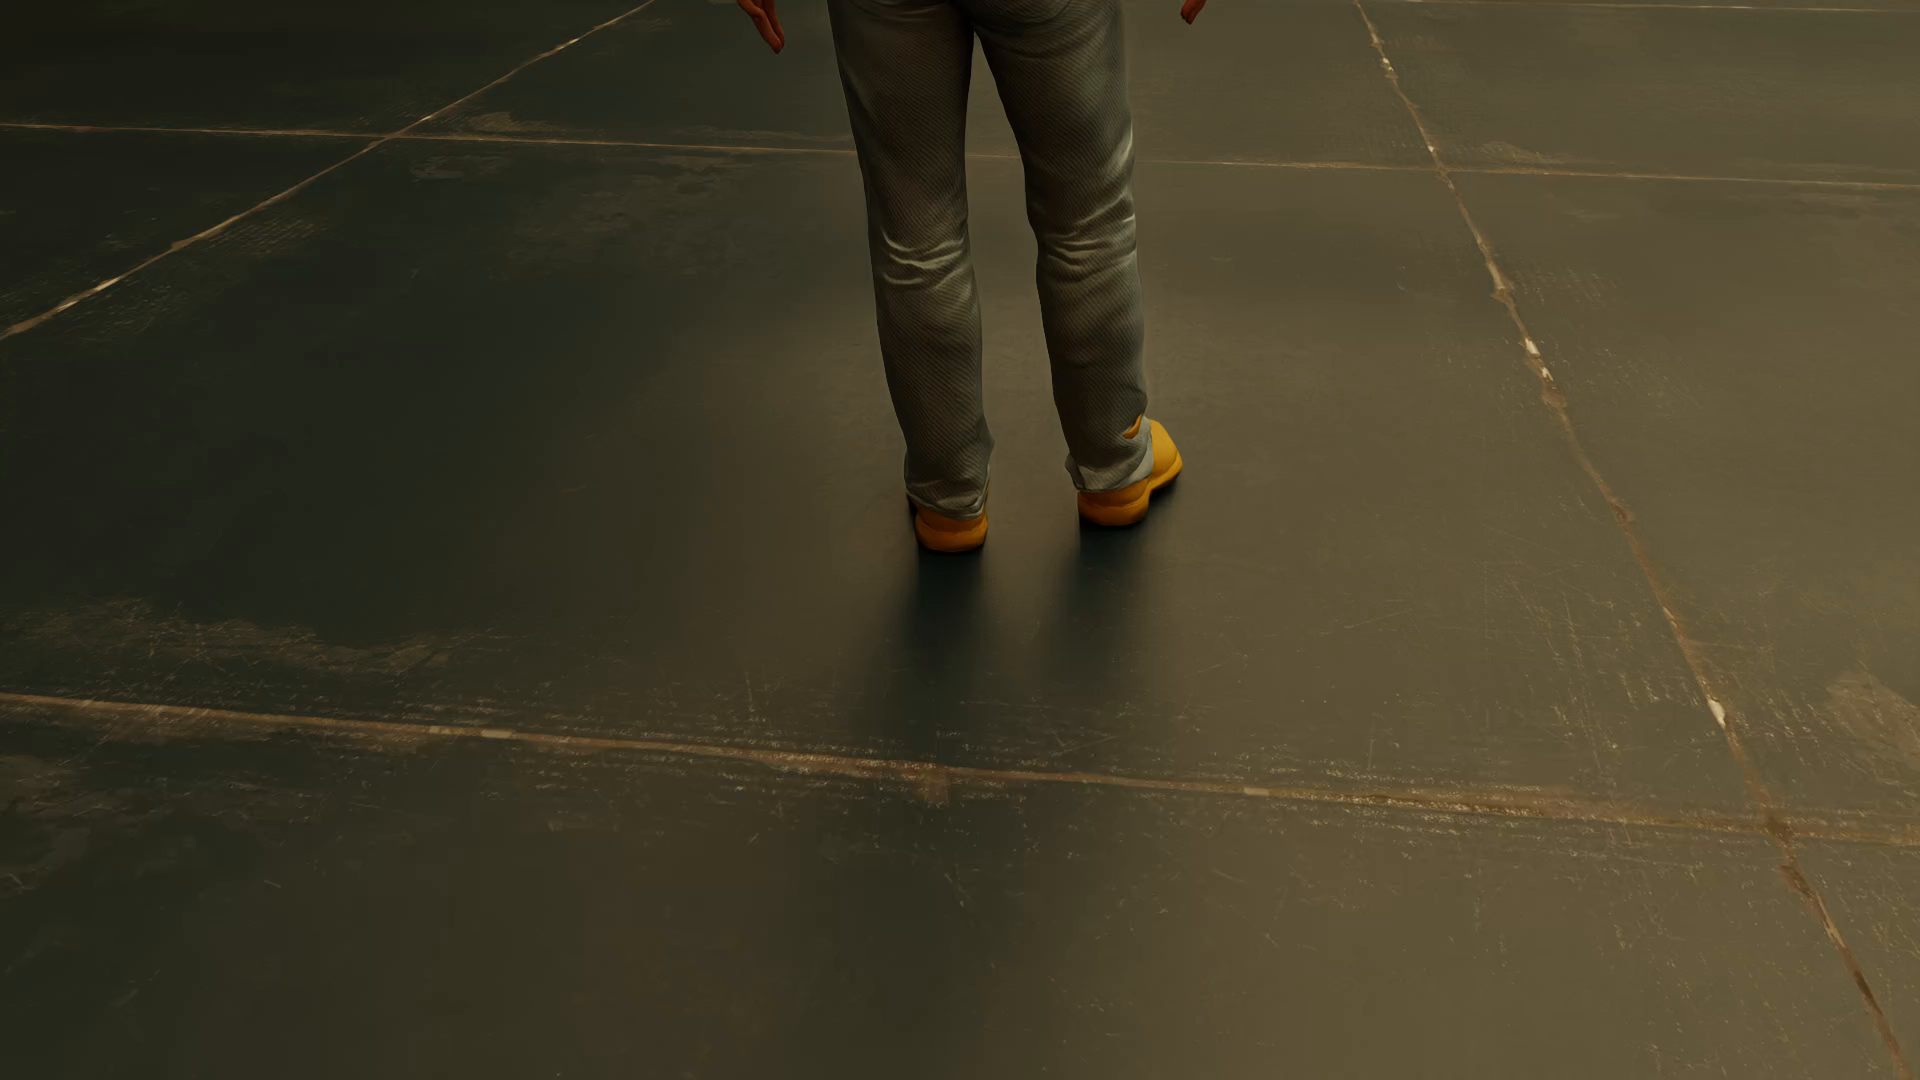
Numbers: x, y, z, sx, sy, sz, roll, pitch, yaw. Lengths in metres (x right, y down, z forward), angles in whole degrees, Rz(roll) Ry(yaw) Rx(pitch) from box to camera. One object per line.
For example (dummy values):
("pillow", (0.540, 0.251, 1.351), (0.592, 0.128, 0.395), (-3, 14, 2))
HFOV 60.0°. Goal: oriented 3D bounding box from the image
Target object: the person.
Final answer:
("person", (0.015, -0.827, 2.163), (0.665, 1.766, 0.576), (3, 27, 7))
